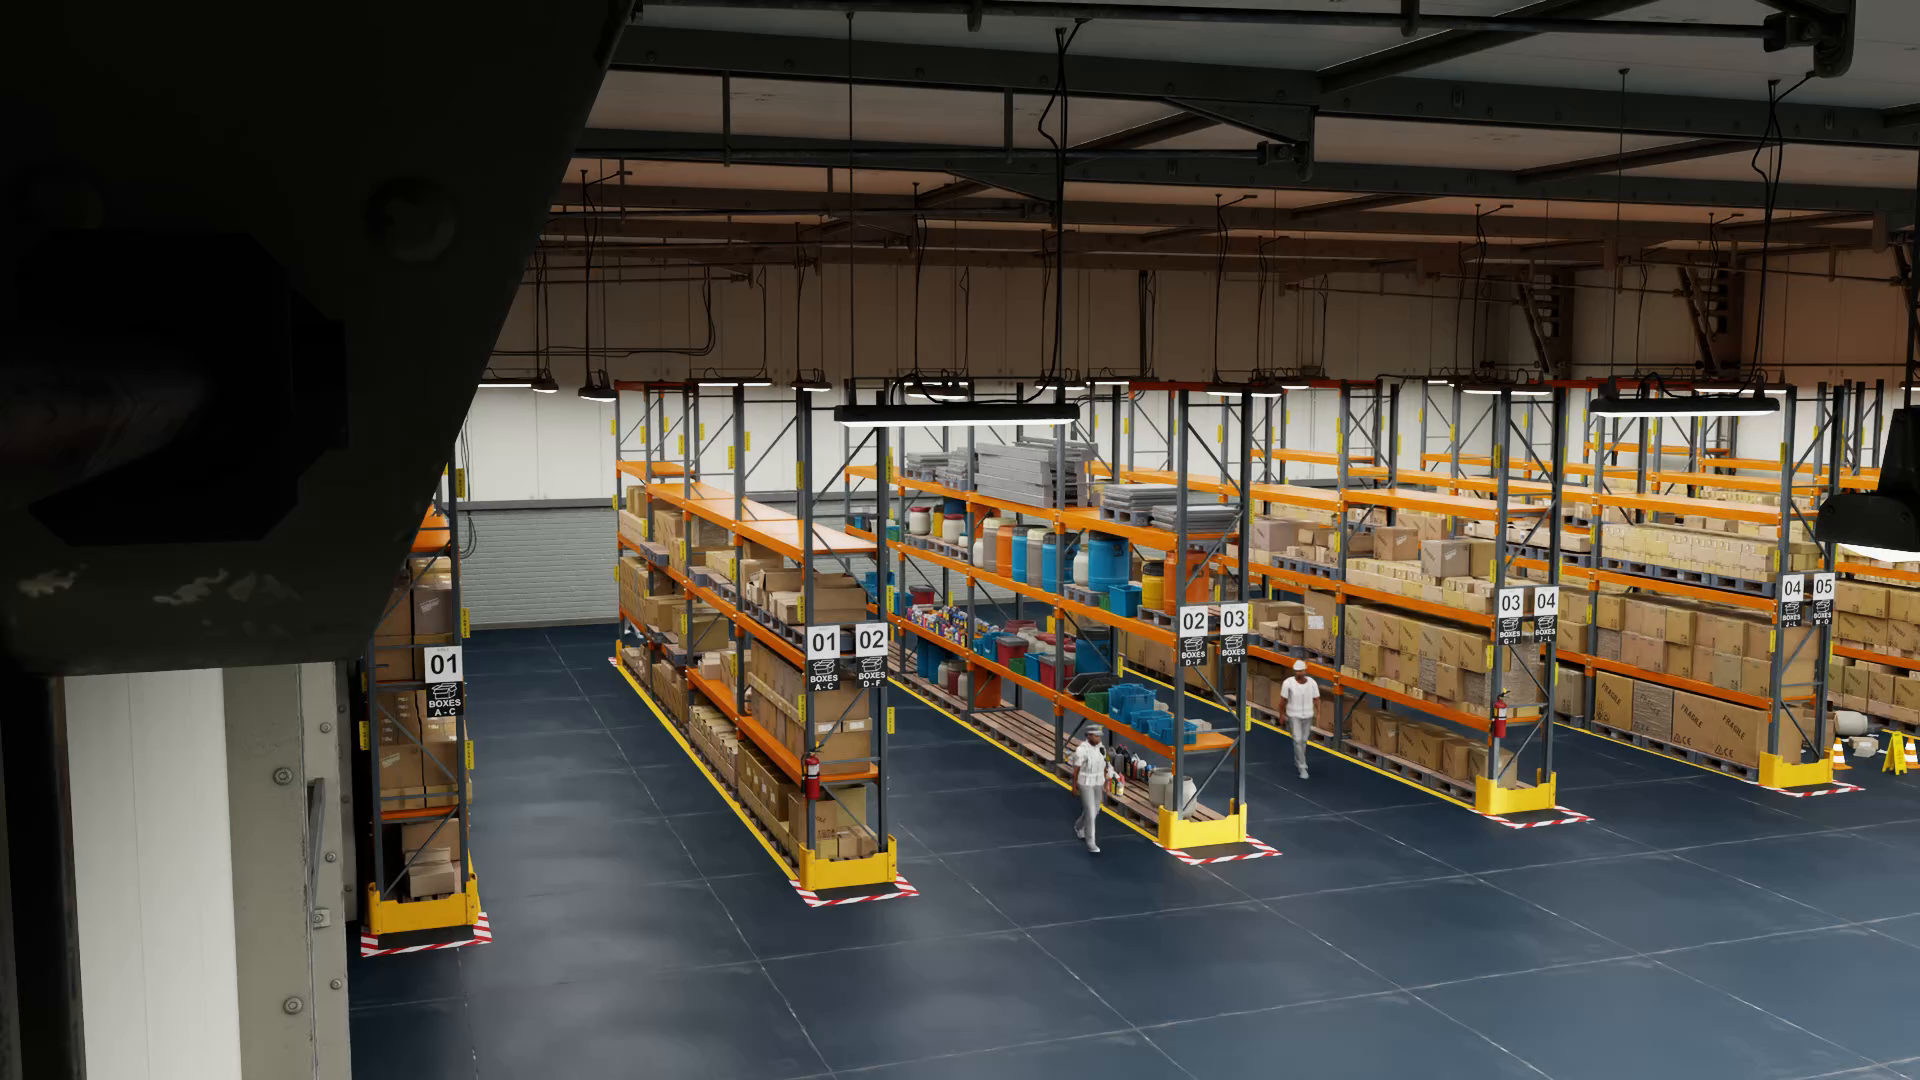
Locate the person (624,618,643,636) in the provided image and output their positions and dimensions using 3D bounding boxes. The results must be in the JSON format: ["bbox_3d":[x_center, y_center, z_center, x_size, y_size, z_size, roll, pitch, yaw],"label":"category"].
[{"bbox_3d":[-7.591,1.419,38.463,0.937,1.555,0.467,6,8,43],"label":"person"}]

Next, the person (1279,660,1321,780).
[{"bbox_3d":[5.277,2.750,25.721,0.596,1.763,0.837,0,6,-4],"label":"person"}]

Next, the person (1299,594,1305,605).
[{"bbox_3d":[8.890,0.975,42.642,0.873,1.696,0.539,-3,7,-25],"label":"person"}]

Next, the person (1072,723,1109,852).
[{"bbox_3d":[1.682,3.207,21.850,0.479,1.639,0.753,-5,8,-41],"label":"person"}]
